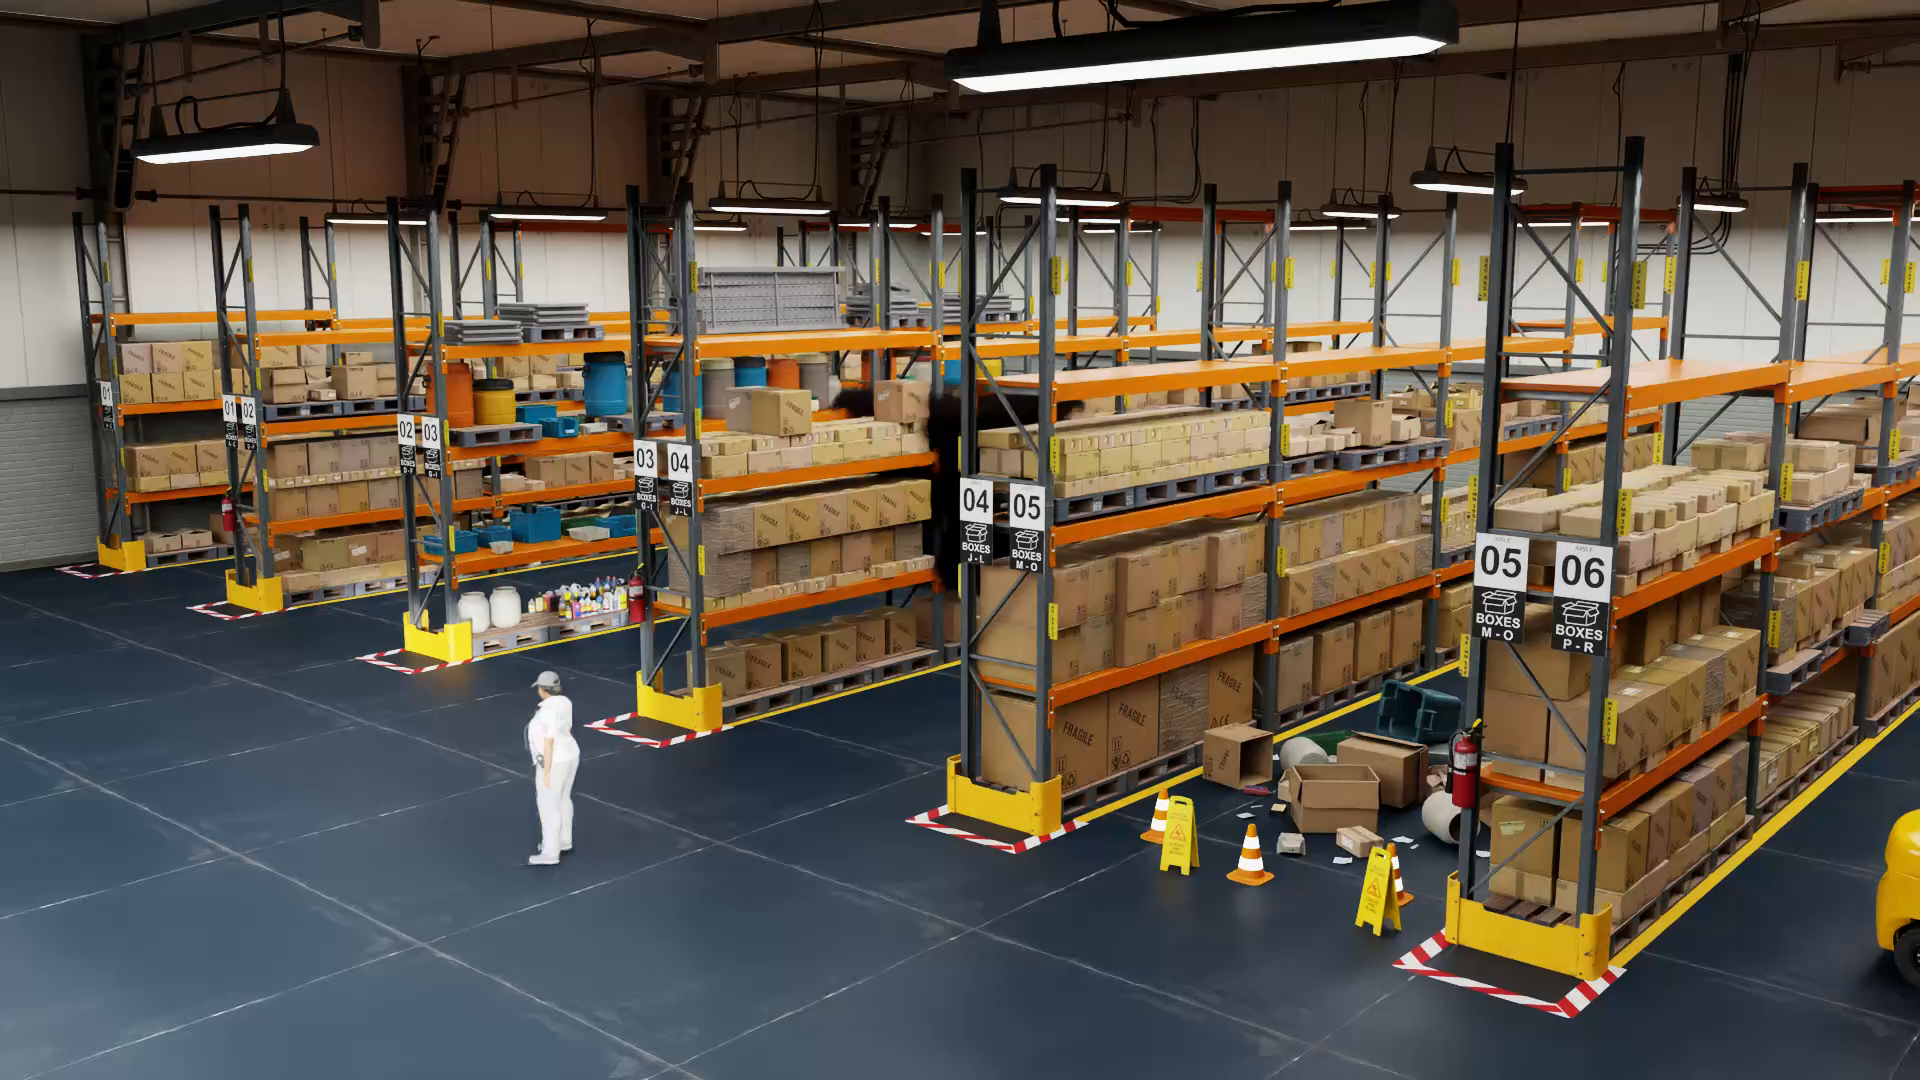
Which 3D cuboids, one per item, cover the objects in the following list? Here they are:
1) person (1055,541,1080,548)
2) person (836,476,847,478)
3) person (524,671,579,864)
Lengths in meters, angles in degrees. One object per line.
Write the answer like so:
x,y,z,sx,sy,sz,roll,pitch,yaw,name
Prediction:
1.383,0.510,21.032,0.538,1.673,0.373,-7,12,-35,person
-1.790,-0.271,26.025,0.542,1.673,0.463,7,12,36,person
-3.552,1.959,14.496,0.430,1.669,0.525,1,10,7,person
